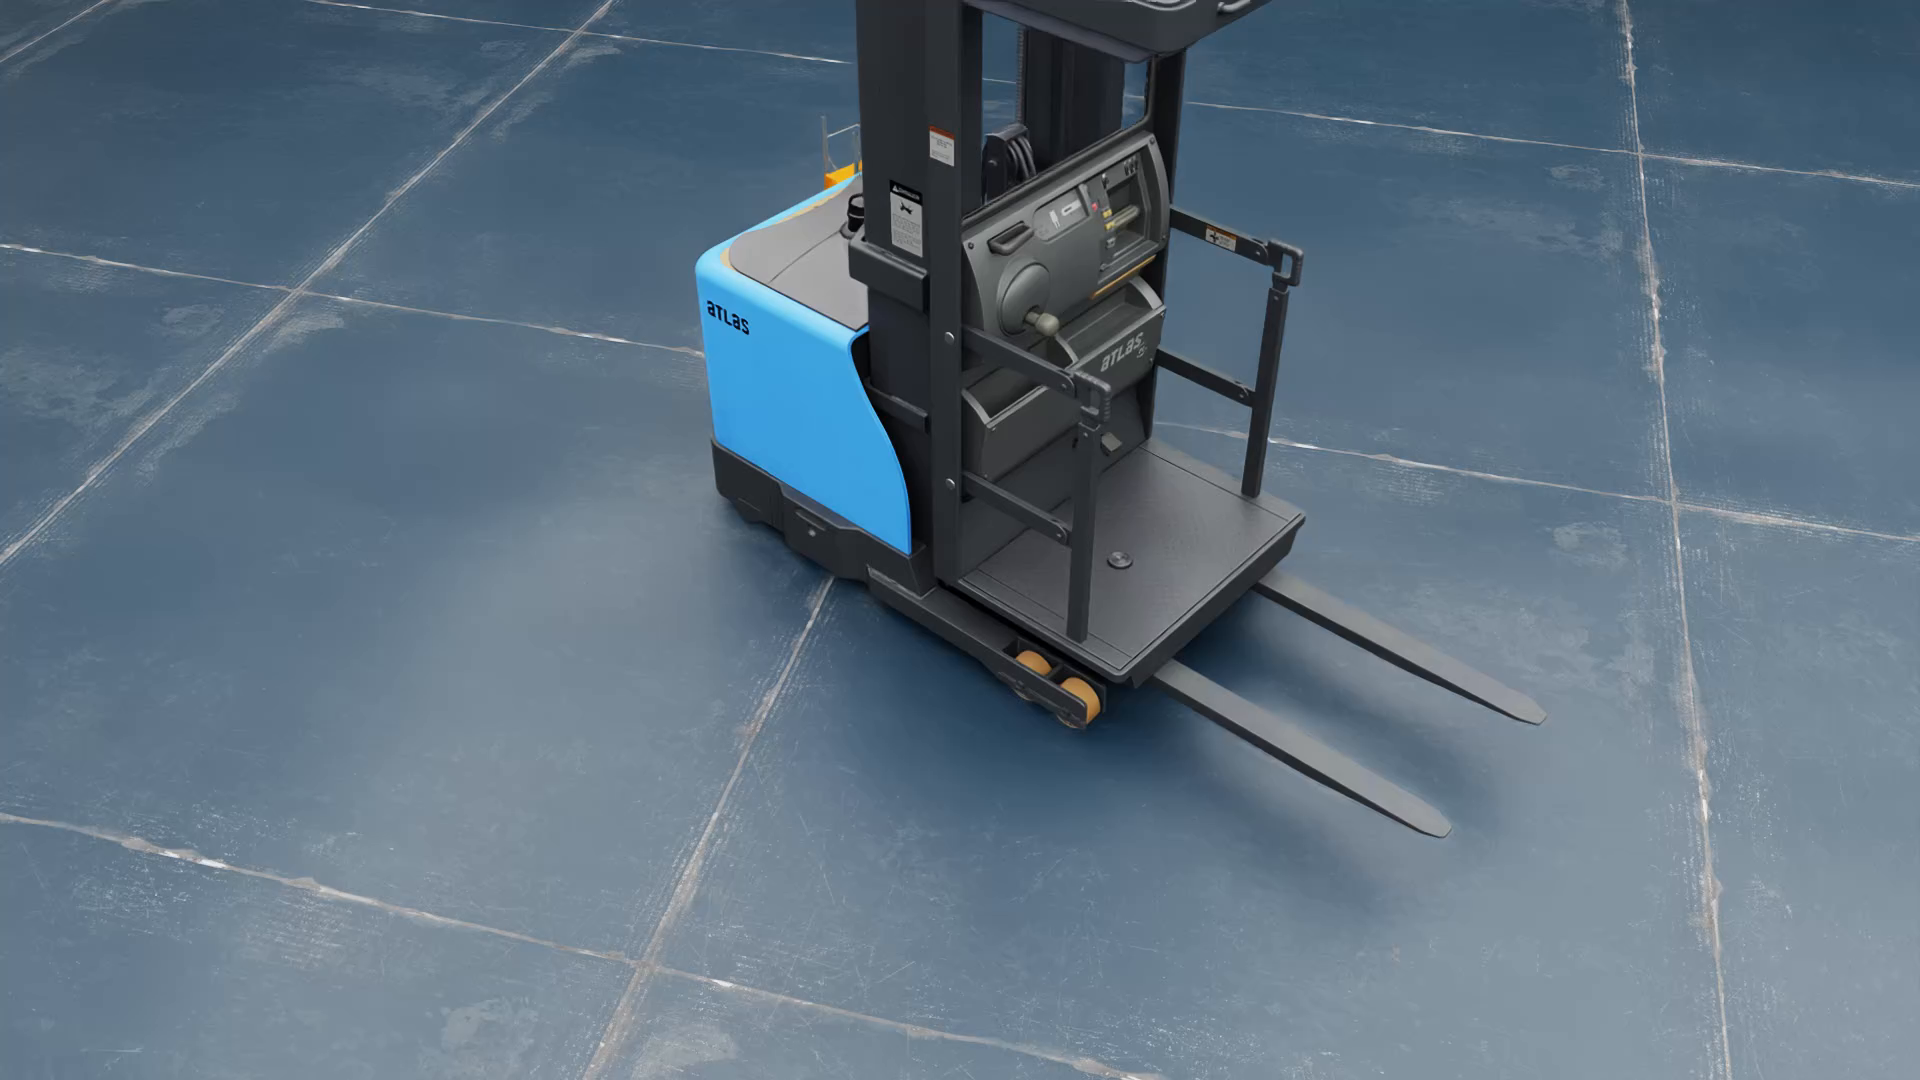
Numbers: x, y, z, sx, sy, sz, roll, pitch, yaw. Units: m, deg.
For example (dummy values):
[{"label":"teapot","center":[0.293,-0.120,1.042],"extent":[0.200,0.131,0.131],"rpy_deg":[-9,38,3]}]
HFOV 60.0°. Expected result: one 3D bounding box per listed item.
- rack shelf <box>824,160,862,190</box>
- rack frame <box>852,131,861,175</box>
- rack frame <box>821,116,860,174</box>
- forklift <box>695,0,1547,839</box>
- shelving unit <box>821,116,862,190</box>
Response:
[{"label":"rack shelf","center":[-0.373,-1.390,6.482],"extent":[0.258,0.103,0.180],"rpy_deg":[-31,49,-31]},{"label":"rack frame","center":[-0.310,-1.106,6.633],"extent":[0.240,1.200,0.006],"rpy_deg":[-31,49,-31]},{"label":"rack frame","center":[-0.435,-1.191,6.736],"extent":[0.240,1.200,0.006],"rpy_deg":[-31,49,-31]},{"label":"forklift","center":[0.501,-0.885,5.025],"extent":[3.031,2.935,1.130],"rpy_deg":[30,48,30]},{"label":"shelving unit","center":[-0.373,-1.148,6.684],"extent":[0.258,1.200,0.189],"rpy_deg":[-31,49,-31]}]
